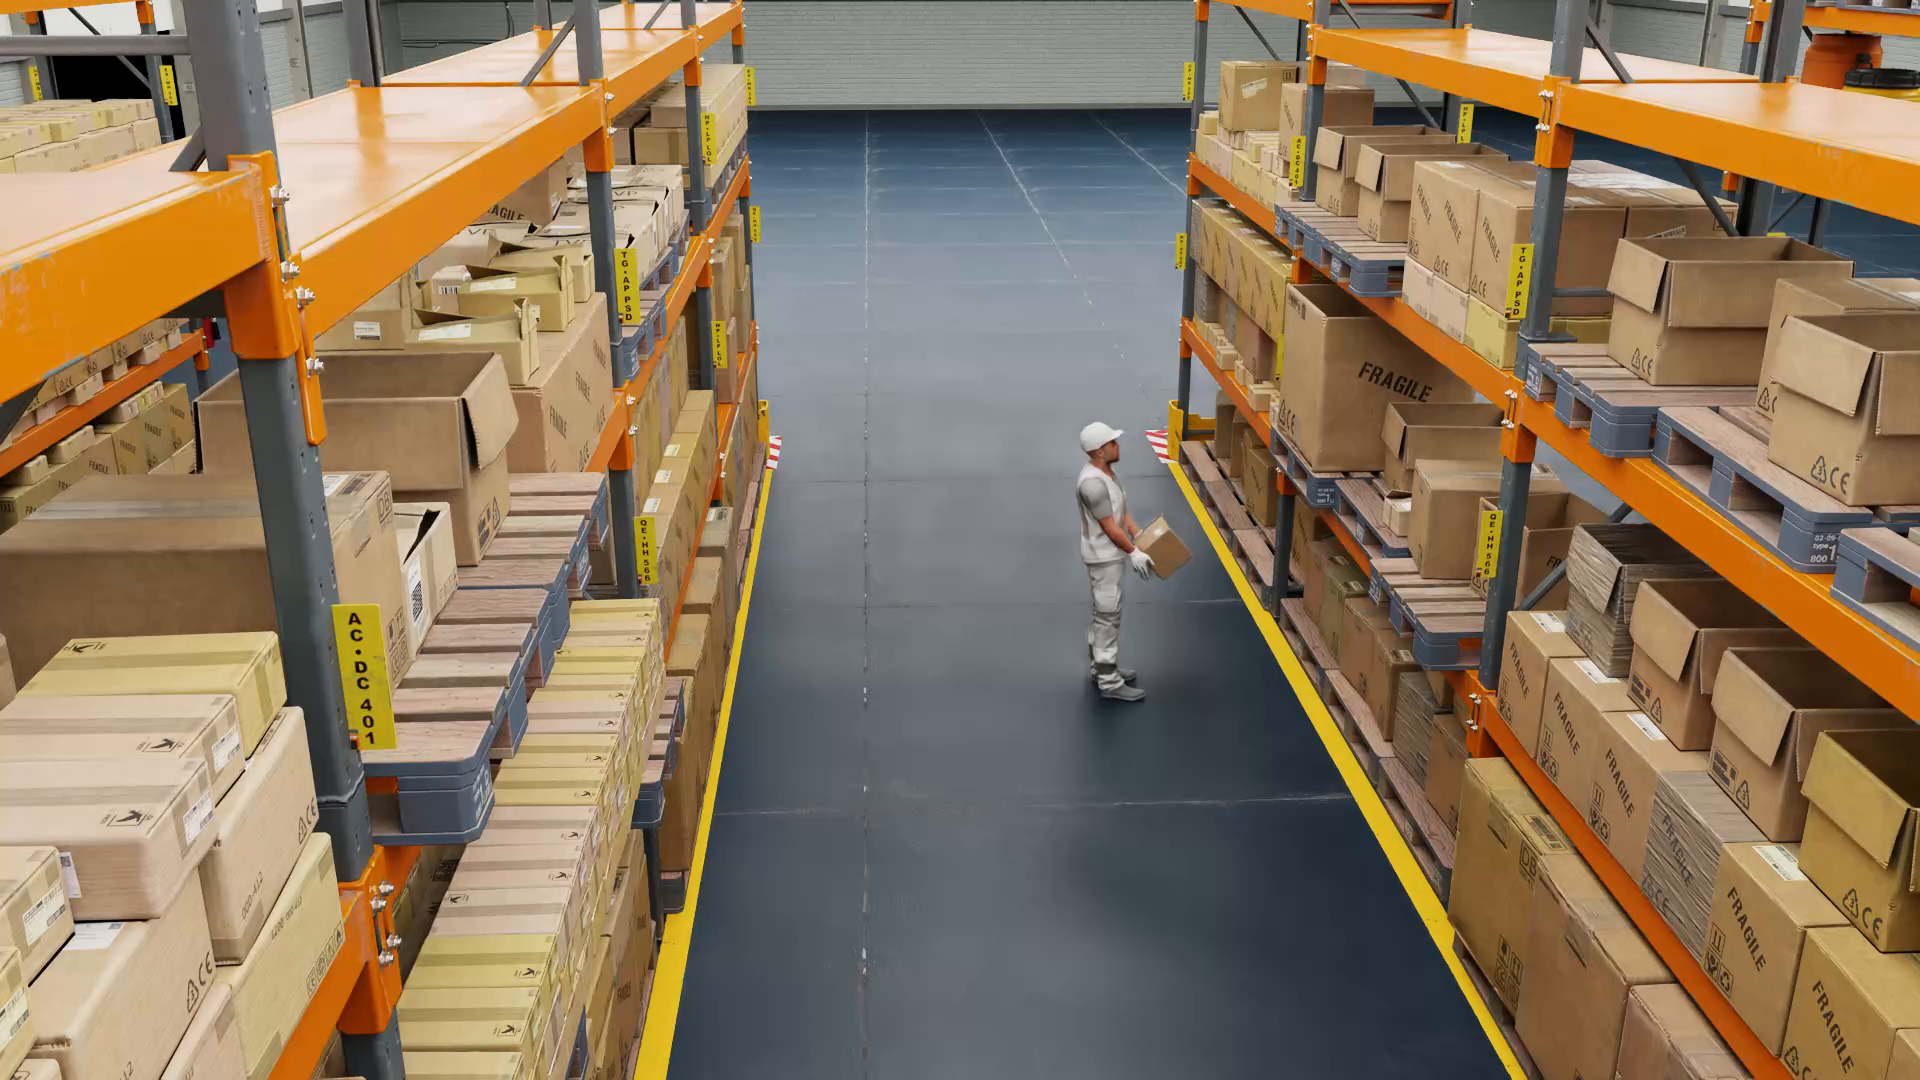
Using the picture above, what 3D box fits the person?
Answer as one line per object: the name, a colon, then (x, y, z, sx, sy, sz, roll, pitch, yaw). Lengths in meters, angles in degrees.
person: (1.012, 0.118, 10.711, 0.527, 1.793, 0.514, 4, 21, 11)
